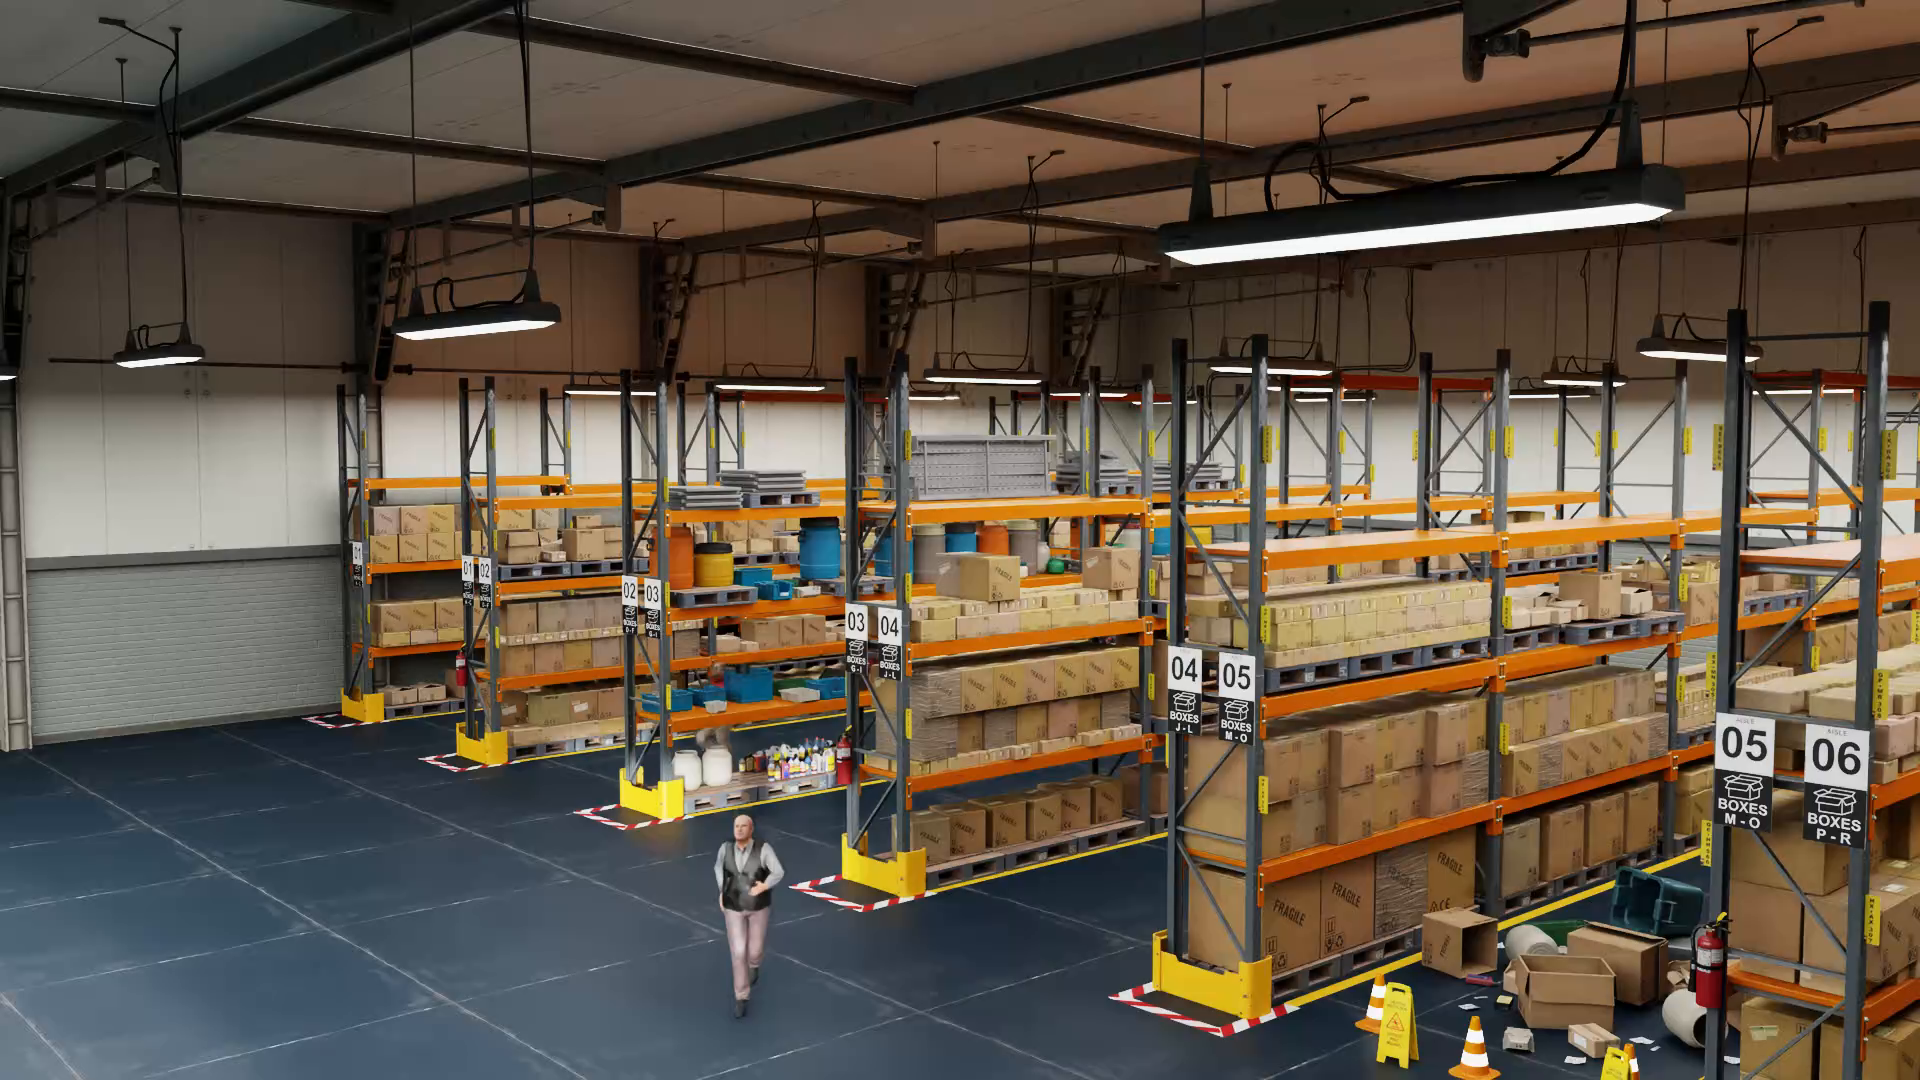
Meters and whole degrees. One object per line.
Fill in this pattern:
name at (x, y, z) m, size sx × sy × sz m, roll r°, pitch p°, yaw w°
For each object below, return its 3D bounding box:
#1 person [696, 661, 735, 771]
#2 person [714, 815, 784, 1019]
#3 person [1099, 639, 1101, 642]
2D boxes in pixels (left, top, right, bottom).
person at (-3.655, 2.675, 24.915) m, size 0.652 × 1.718 × 0.653 m, roll 3°, pitch 5°, yaw 39°
person at (-1.908, 3.328, 14.987) m, size 0.652 × 1.731 × 0.854 m, roll 0°, pitch 4°, yaw 0°
person at (2.425, 2.191, 31.969) m, size 0.687 × 1.733 × 0.742 m, roll 3°, pitch 5°, yaw 35°
